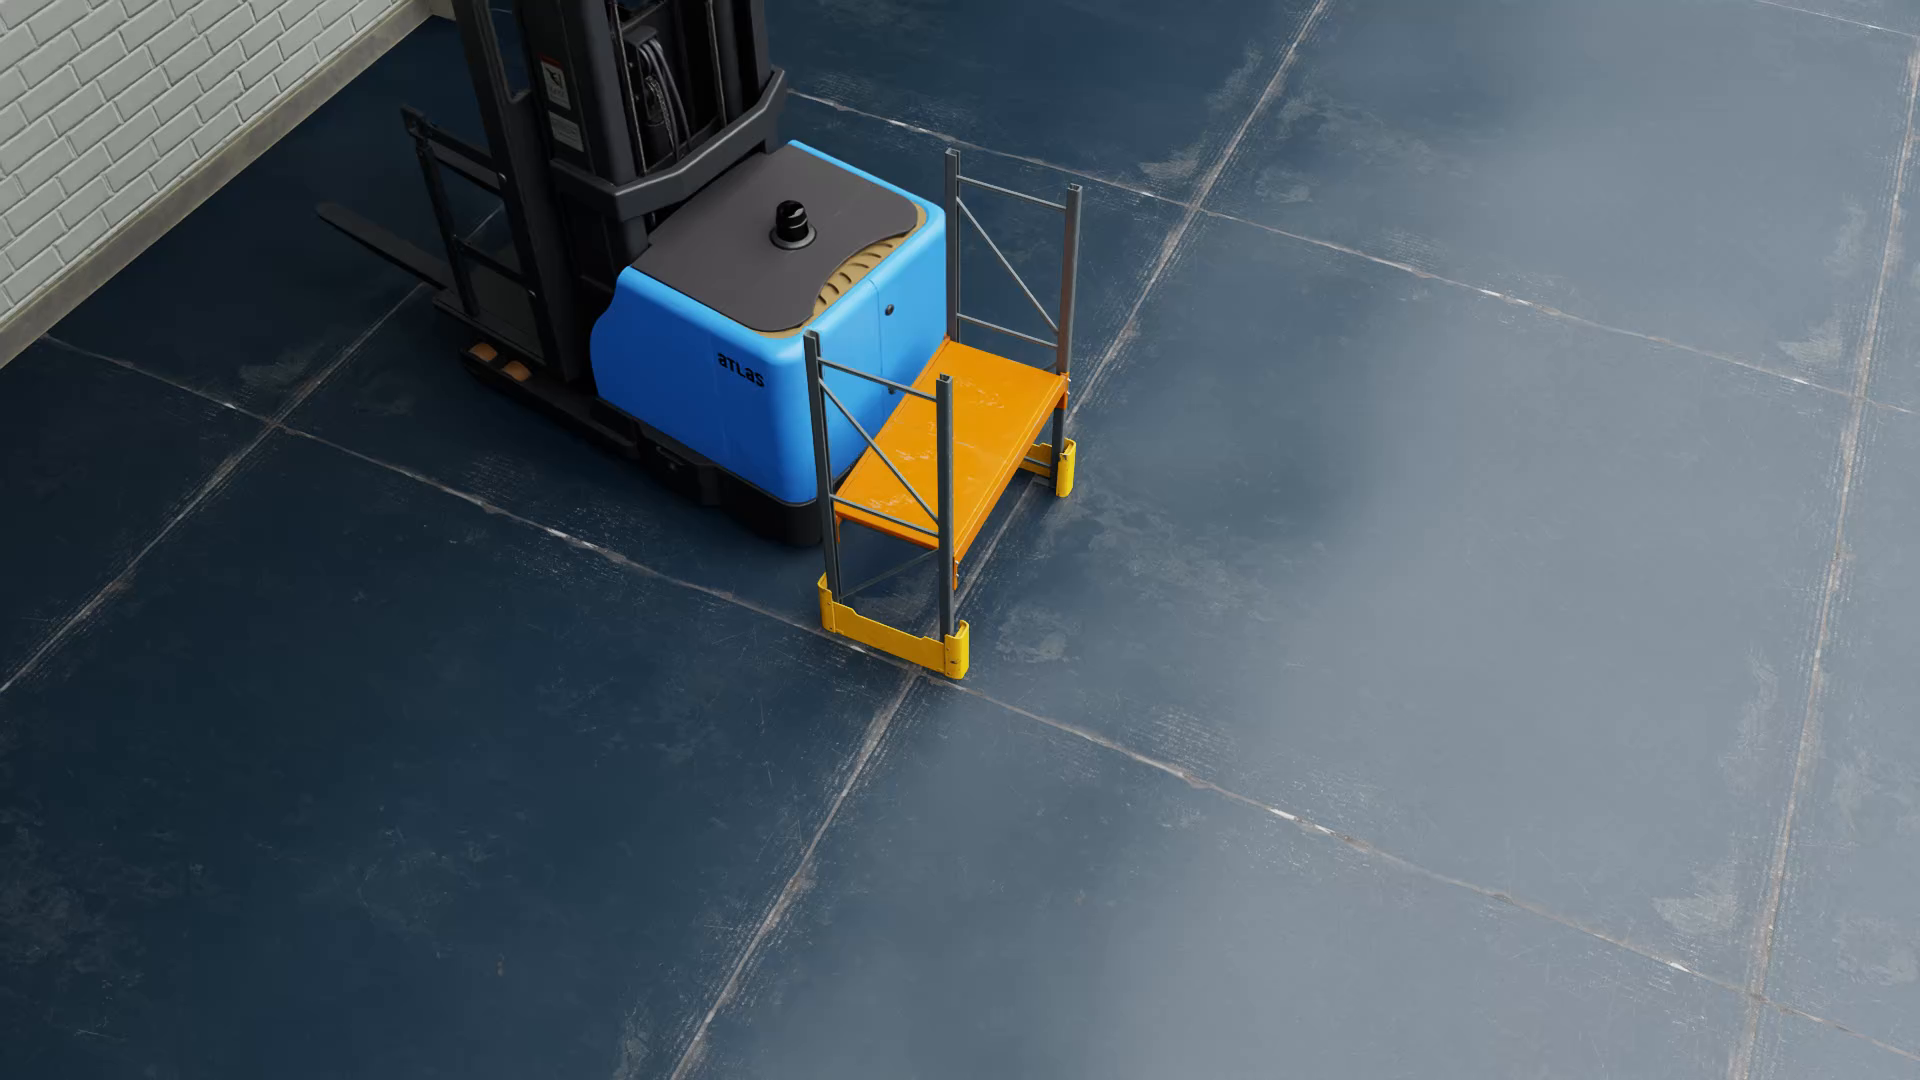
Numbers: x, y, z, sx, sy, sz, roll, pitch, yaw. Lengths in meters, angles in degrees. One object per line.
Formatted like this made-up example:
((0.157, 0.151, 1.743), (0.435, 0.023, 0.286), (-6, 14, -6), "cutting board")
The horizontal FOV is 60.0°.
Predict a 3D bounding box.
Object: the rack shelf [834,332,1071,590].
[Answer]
((-0.036, -0.311, 6.081), (0.538, 0.185, 1.000), (20, 52, 16), "rack shelf")

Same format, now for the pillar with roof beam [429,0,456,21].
((1.234, -4.454, 4.447), (9.100, 9.000, 0.400), (20, 52, 16), "pillar with roof beam")

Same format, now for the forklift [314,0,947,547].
((-1.514, -1.842, 6.208), (3.031, 2.935, 1.130), (29, 55, 22), "forklift")

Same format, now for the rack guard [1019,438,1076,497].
((0.180, -0.371, 6.717), (0.587, 0.250, 0.087), (20, 52, 16), "rack guard")

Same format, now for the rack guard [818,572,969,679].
((-0.245, 0.314, 6.133), (0.587, 0.250, 0.087), (20, 52, 16), "rack guard")

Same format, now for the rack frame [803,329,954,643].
((-0.254, -0.077, 5.646), (0.500, 1.500, 0.032), (20, 52, 16), "rack frame")

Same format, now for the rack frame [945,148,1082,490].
((0.181, -0.777, 6.242), (0.500, 1.500, 0.032), (20, 52, 16), "rack frame")

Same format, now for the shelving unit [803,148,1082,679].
((-0.033, -0.434, 5.949), (0.587, 1.500, 1.083), (20, 52, 16), "shelving unit")
